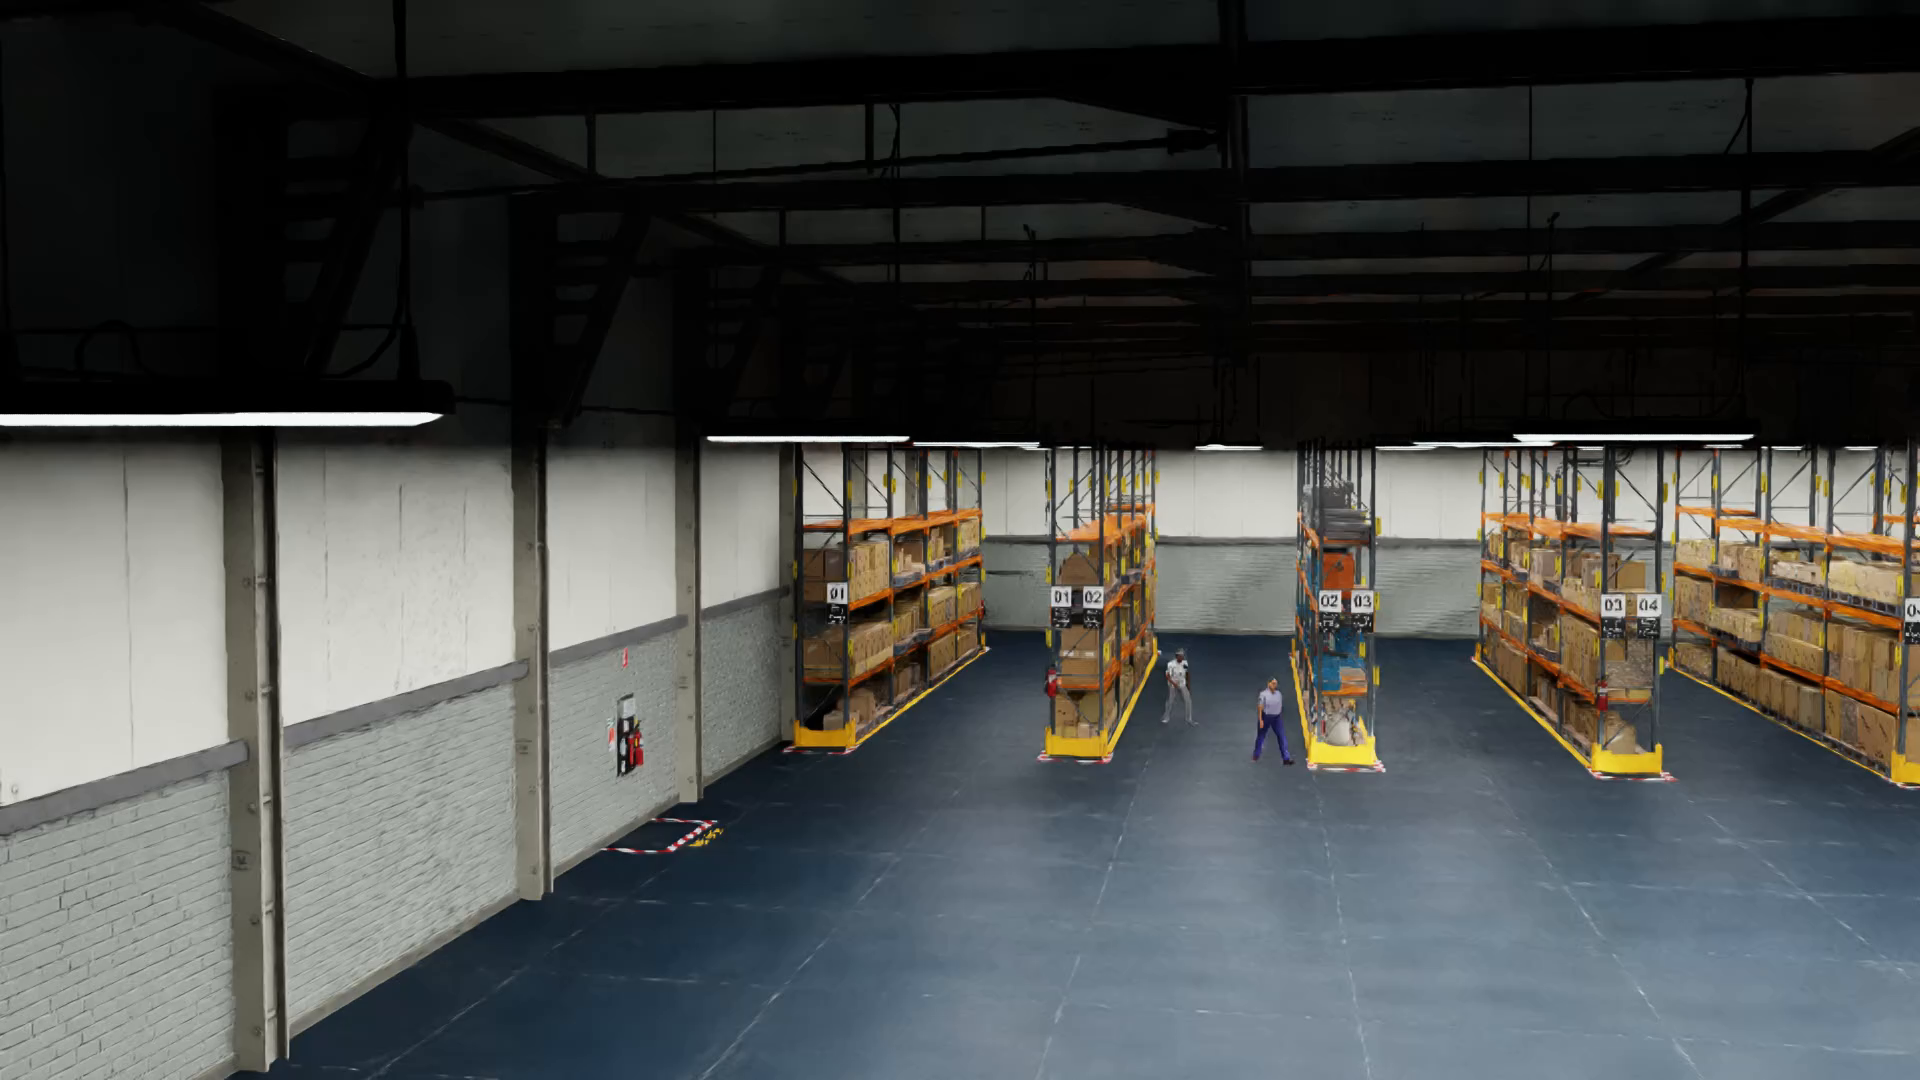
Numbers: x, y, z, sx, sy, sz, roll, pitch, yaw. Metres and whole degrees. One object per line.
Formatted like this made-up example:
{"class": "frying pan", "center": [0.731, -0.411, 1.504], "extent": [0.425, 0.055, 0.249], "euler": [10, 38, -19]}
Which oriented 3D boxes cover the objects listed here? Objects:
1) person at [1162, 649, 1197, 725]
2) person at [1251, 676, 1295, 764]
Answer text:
{"class": "person", "center": [4.594, 3.059, 34.959], "extent": [0.621, 1.606, 0.827], "euler": [0, 3, -7]}
{"class": "person", "center": [5.719, 3.291, 30.470], "extent": [0.599, 1.597, 0.884], "euler": [-1, 3, -11]}
